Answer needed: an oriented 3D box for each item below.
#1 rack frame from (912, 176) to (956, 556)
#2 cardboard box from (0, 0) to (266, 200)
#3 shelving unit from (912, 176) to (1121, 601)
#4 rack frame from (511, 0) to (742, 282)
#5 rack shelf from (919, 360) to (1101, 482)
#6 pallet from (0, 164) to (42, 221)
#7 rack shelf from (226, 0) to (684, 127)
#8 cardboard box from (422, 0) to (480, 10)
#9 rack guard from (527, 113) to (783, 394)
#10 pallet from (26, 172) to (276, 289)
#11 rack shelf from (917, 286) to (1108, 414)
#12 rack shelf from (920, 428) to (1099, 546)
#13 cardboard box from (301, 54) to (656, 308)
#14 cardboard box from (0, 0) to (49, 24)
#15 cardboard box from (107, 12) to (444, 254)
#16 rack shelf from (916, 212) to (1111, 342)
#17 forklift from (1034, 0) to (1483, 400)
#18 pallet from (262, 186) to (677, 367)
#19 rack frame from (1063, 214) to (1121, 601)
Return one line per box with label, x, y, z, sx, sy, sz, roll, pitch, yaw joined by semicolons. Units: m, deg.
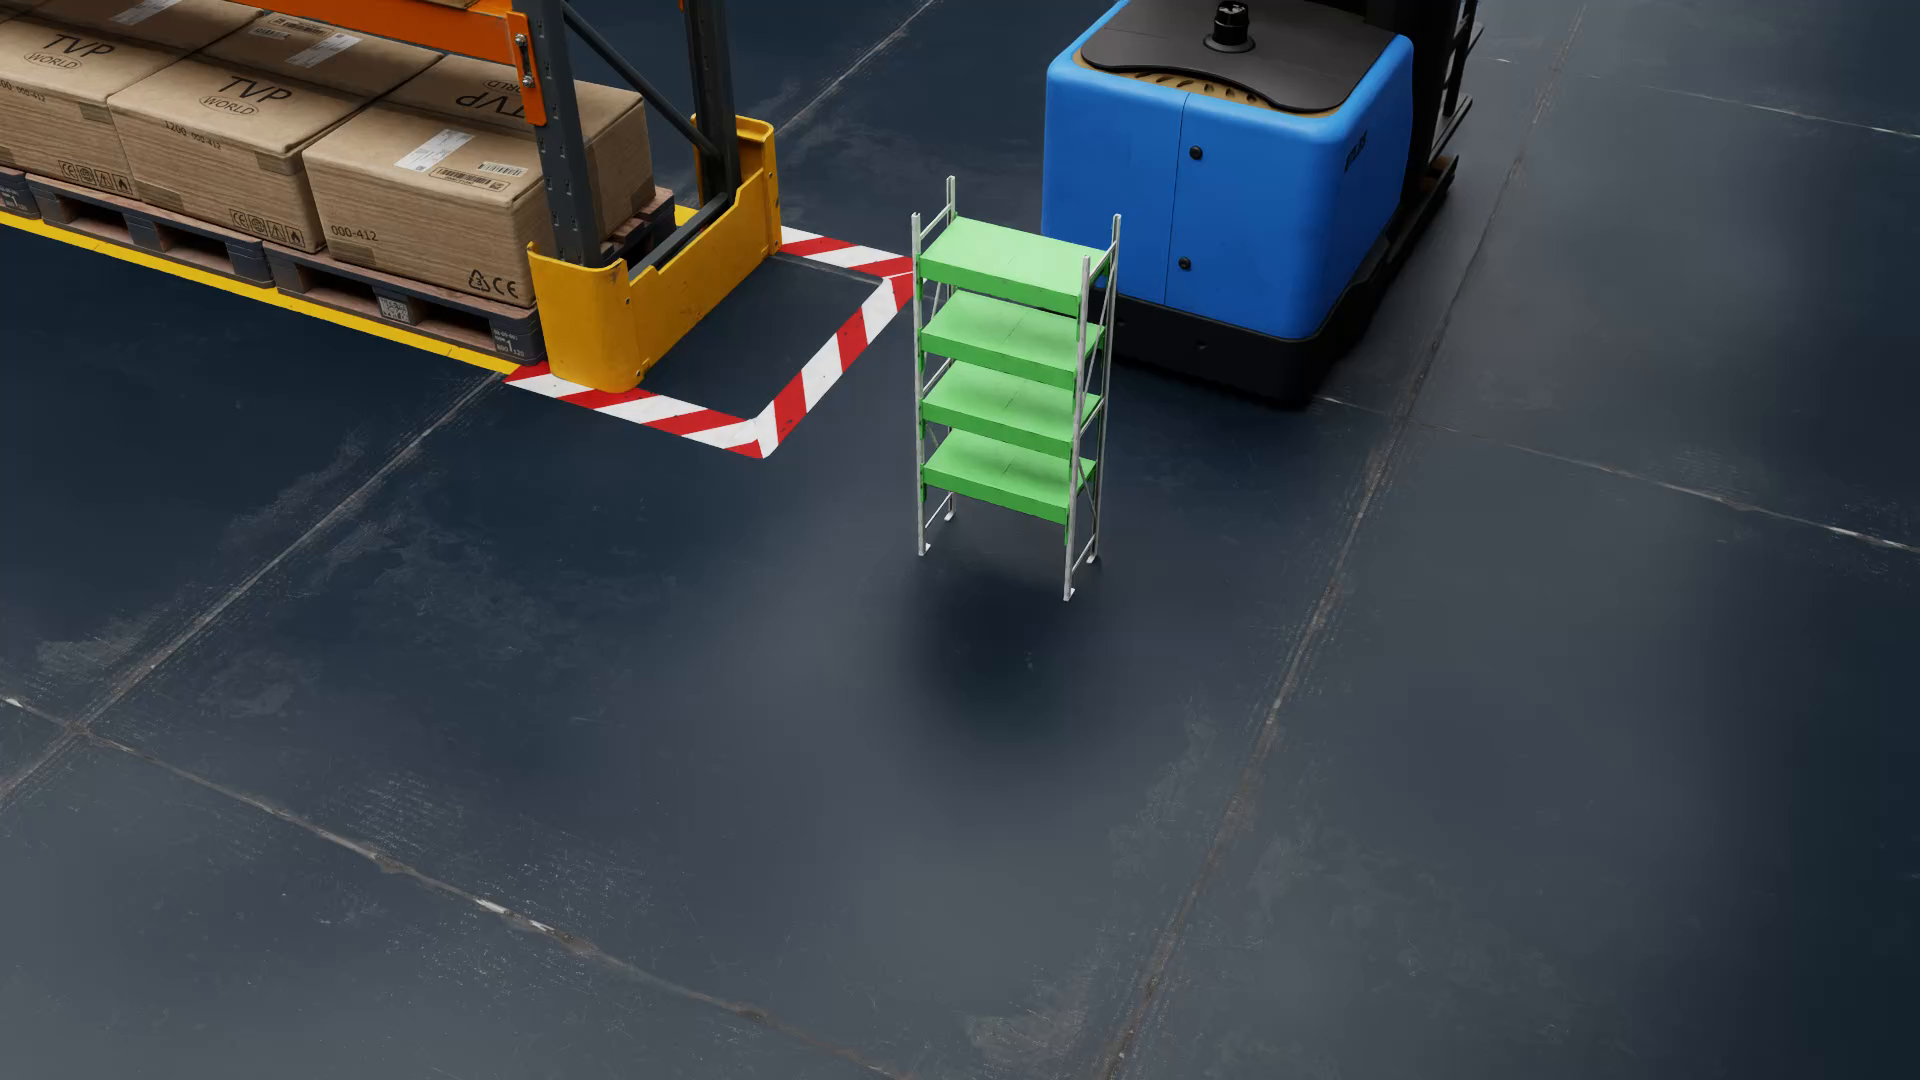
rack frame;-0.071;-0.475;4.882;0.015;1.200;0.240;17;44;19
cardboard box;-3.397;-1.847;6.727;0.875;0.438;0.875;16;43;17
shelving unit;0.150;-0.408;4.804;0.503;1.200;0.258;17;44;19
rack frame;-1.107;-2.034;5.307;0.127;3.000;1.000;17;44;19
rack shelf;0.150;-0.359;4.846;0.480;0.148;0.258;17;44;19
pallet;-4.076;-1.831;7.201;1.213;0.211;1.003;17;44;19
rack shelf;-2.920;-2.316;6.181;4.000;0.370;1.077;17;44;19
cardboard box;-1.656;-2.048;5.247;0.500;0.500;0.500;17;44;19
rack guard;-1.086;-1.083;6.118;0.348;0.500;1.175;17;44;19
pallet;-2.967;-1.494;6.813;1.213;0.211;1.003;17;44;19
rack shelf;0.150;-0.541;4.689;0.480;0.148;0.258;17;44;19
rack shelf;0.150;-0.178;5.003;0.480;0.148;0.258;17;44;19
cardboard box;-1.748;-1.348;6.151;0.875;0.438;0.875;16;43;17
cardboard box;-4.209;-2.095;7.012;0.875;0.438;0.875;16;44;18
cardboard box;-2.581;-1.597;6.437;0.875;0.438;0.875;18;44;20
rack shelf;0.150;-0.722;4.532;0.480;0.148;0.258;17;44;19
forklift;1.401;-2.545;5.948;1.130;2.935;3.031;19;44;21
pallet;-1.865;-1.155;6.422;1.213;0.211;1.003;17;44;19
rack frame;0.371;-0.340;4.726;0.015;1.200;0.240;17;44;19
